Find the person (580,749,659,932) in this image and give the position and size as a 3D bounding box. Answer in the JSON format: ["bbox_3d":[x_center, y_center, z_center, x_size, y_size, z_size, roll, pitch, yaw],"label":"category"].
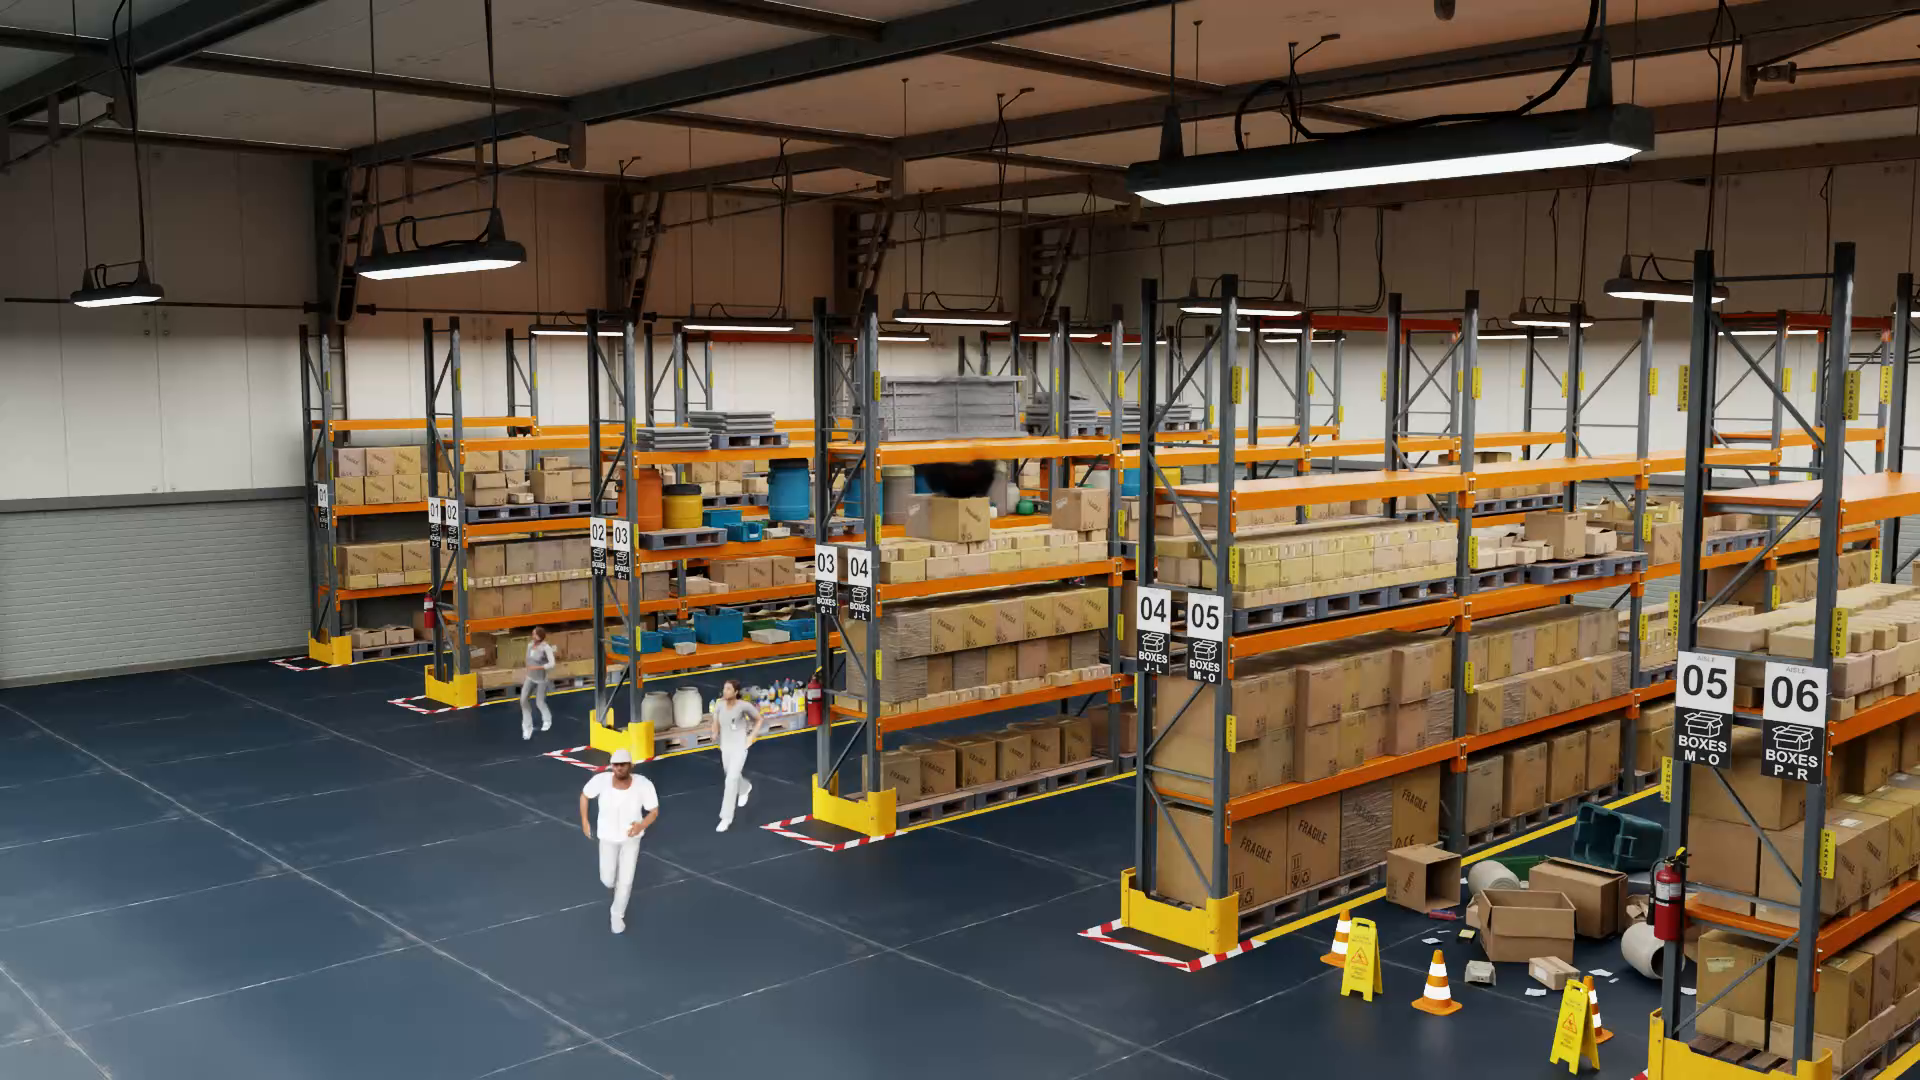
[{"bbox_3d":[-3.173,2.769,15.487,0.746,1.713,0.683,0,6,-4],"label":"person"}]

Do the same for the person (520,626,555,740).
[{"bbox_3d":[-5.941,2.069,23.588,0.583,1.551,0.647,2,6,21],"label":"person"}]

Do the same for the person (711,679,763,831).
[{"bbox_3d":[-2.560,2.413,19.098,0.577,1.675,0.953,3,6,24],"label":"person"}]
